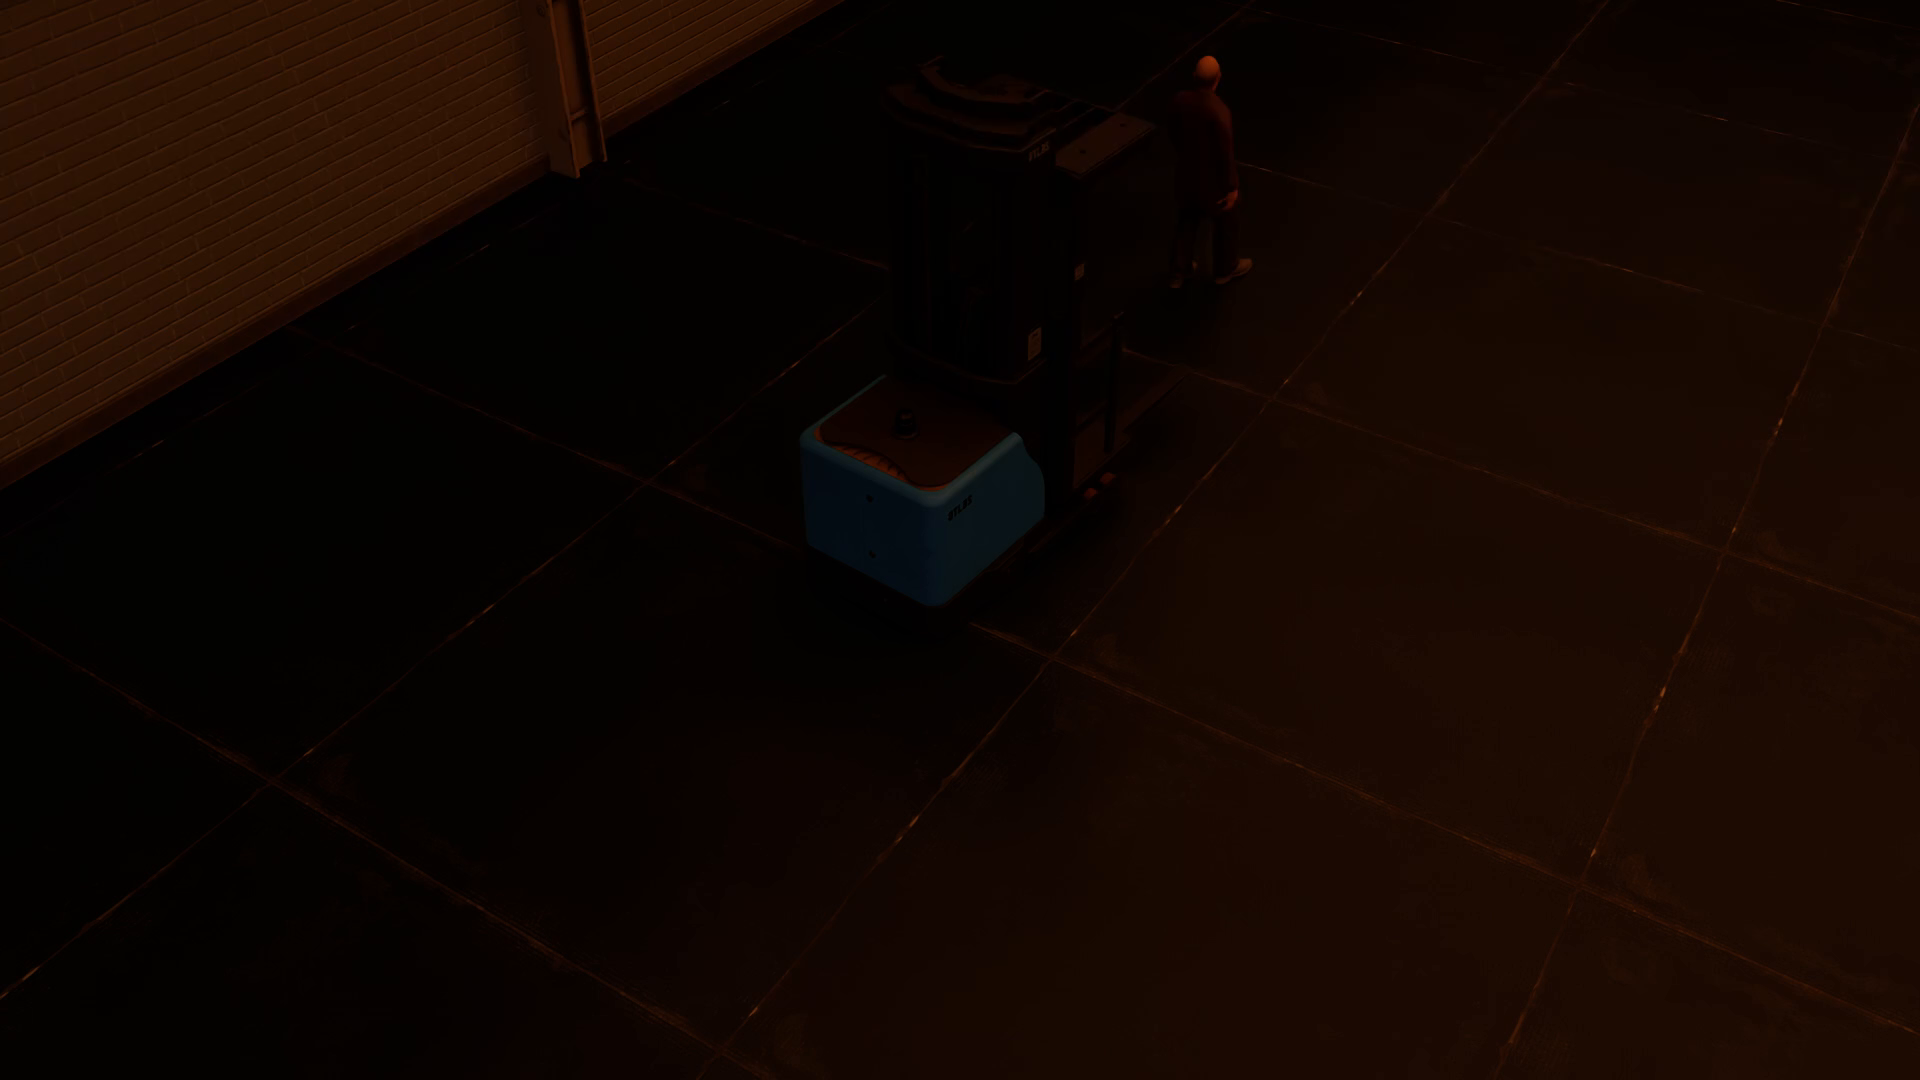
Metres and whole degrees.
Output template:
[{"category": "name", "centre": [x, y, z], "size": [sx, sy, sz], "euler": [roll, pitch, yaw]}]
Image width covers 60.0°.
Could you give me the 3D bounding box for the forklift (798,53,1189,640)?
[{"category": "forklift", "centre": [0.369, -1.454, 9.682], "size": [1.130, 2.935, 3.031], "euler": [26, 47, 27]}]

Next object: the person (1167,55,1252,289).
[{"category": "person", "centre": [1.829, -2.692, 12.049], "size": [0.676, 1.762, 0.742], "euler": [-30, 49, -31]}]
